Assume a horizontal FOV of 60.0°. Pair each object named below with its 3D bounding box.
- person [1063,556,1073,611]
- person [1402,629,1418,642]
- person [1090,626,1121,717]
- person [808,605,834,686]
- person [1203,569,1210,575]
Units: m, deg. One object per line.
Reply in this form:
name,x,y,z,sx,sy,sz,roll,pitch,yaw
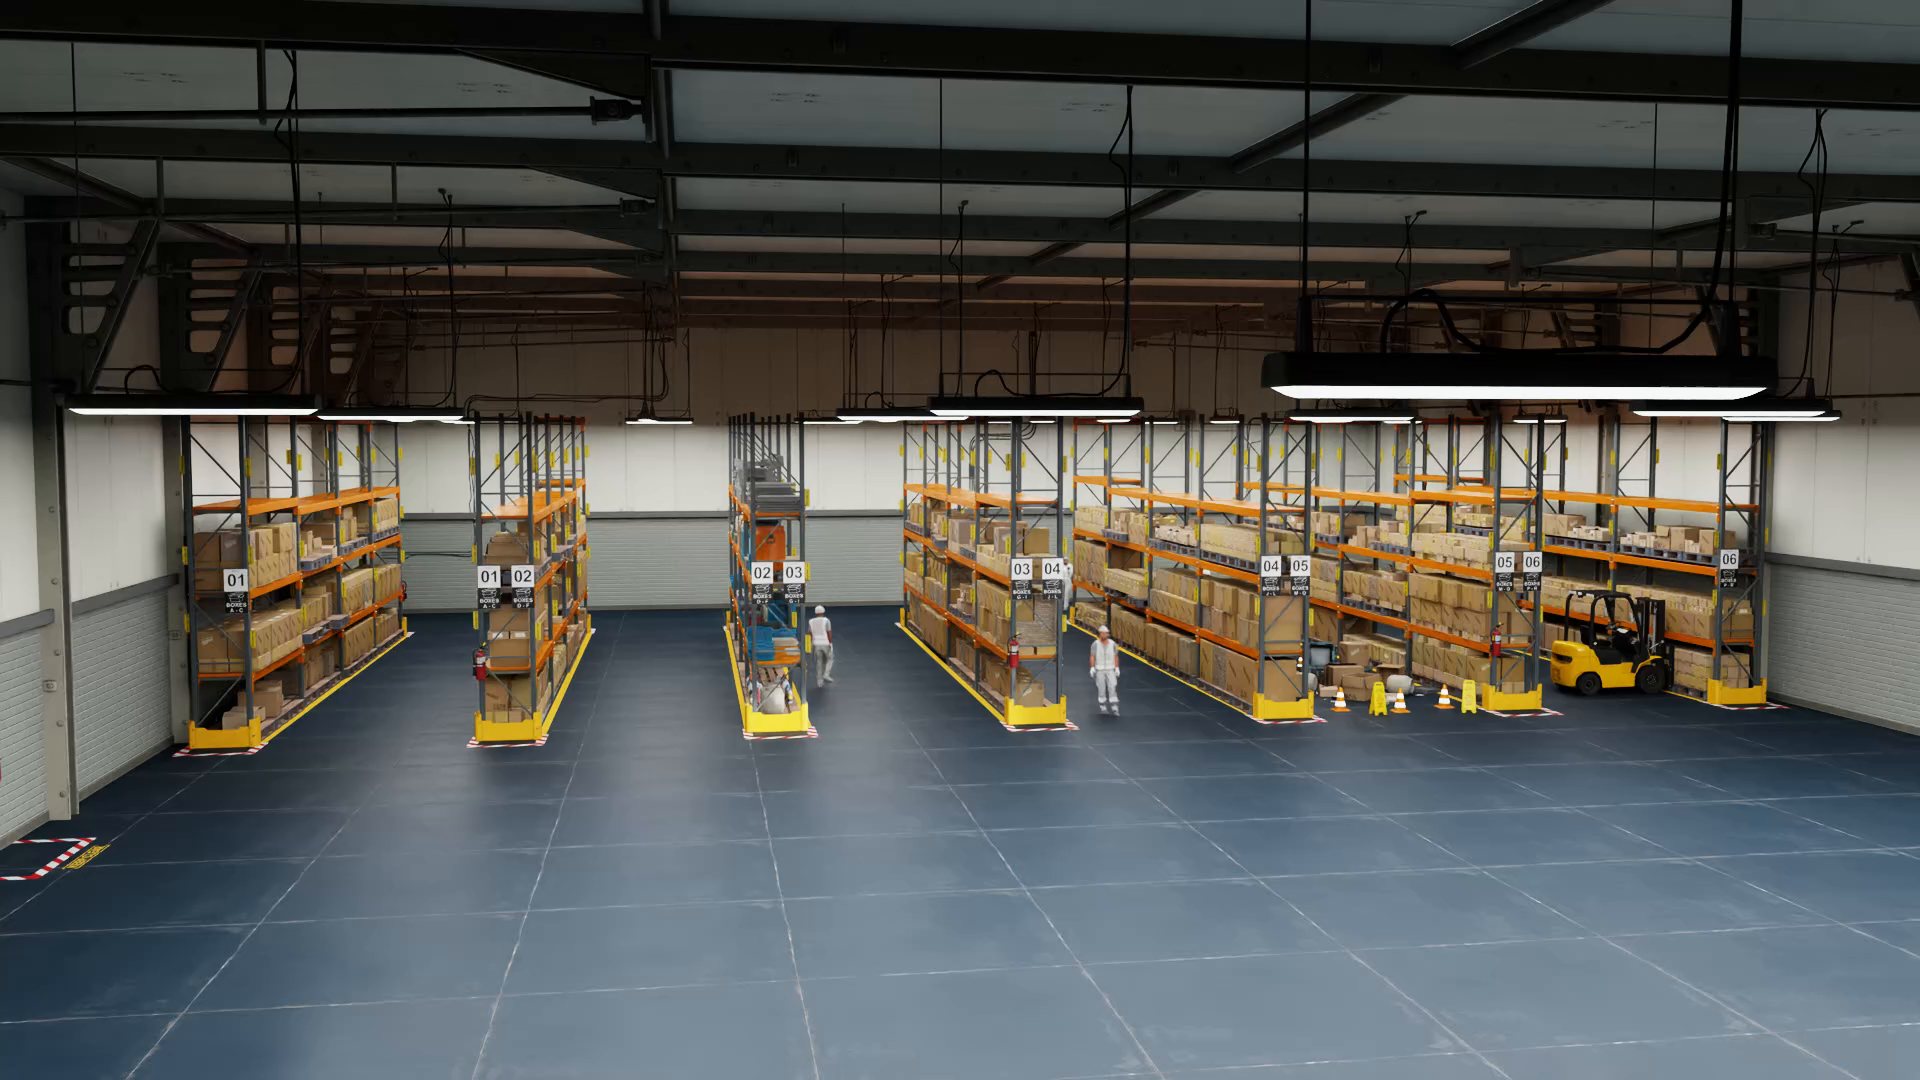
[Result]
person,3.292,1.326,51.882,0.552,1.705,1.088,1,4,20
person,11.423,1.976,42.256,0.594,1.765,0.548,-1,4,-11
person,2.865,2.597,32.795,0.602,1.779,0.790,0,4,5
person,-3.075,2.328,36.745,0.584,1.774,0.474,1,4,8
person,6.848,1.705,46.084,0.457,1.775,0.573,4,5,42
